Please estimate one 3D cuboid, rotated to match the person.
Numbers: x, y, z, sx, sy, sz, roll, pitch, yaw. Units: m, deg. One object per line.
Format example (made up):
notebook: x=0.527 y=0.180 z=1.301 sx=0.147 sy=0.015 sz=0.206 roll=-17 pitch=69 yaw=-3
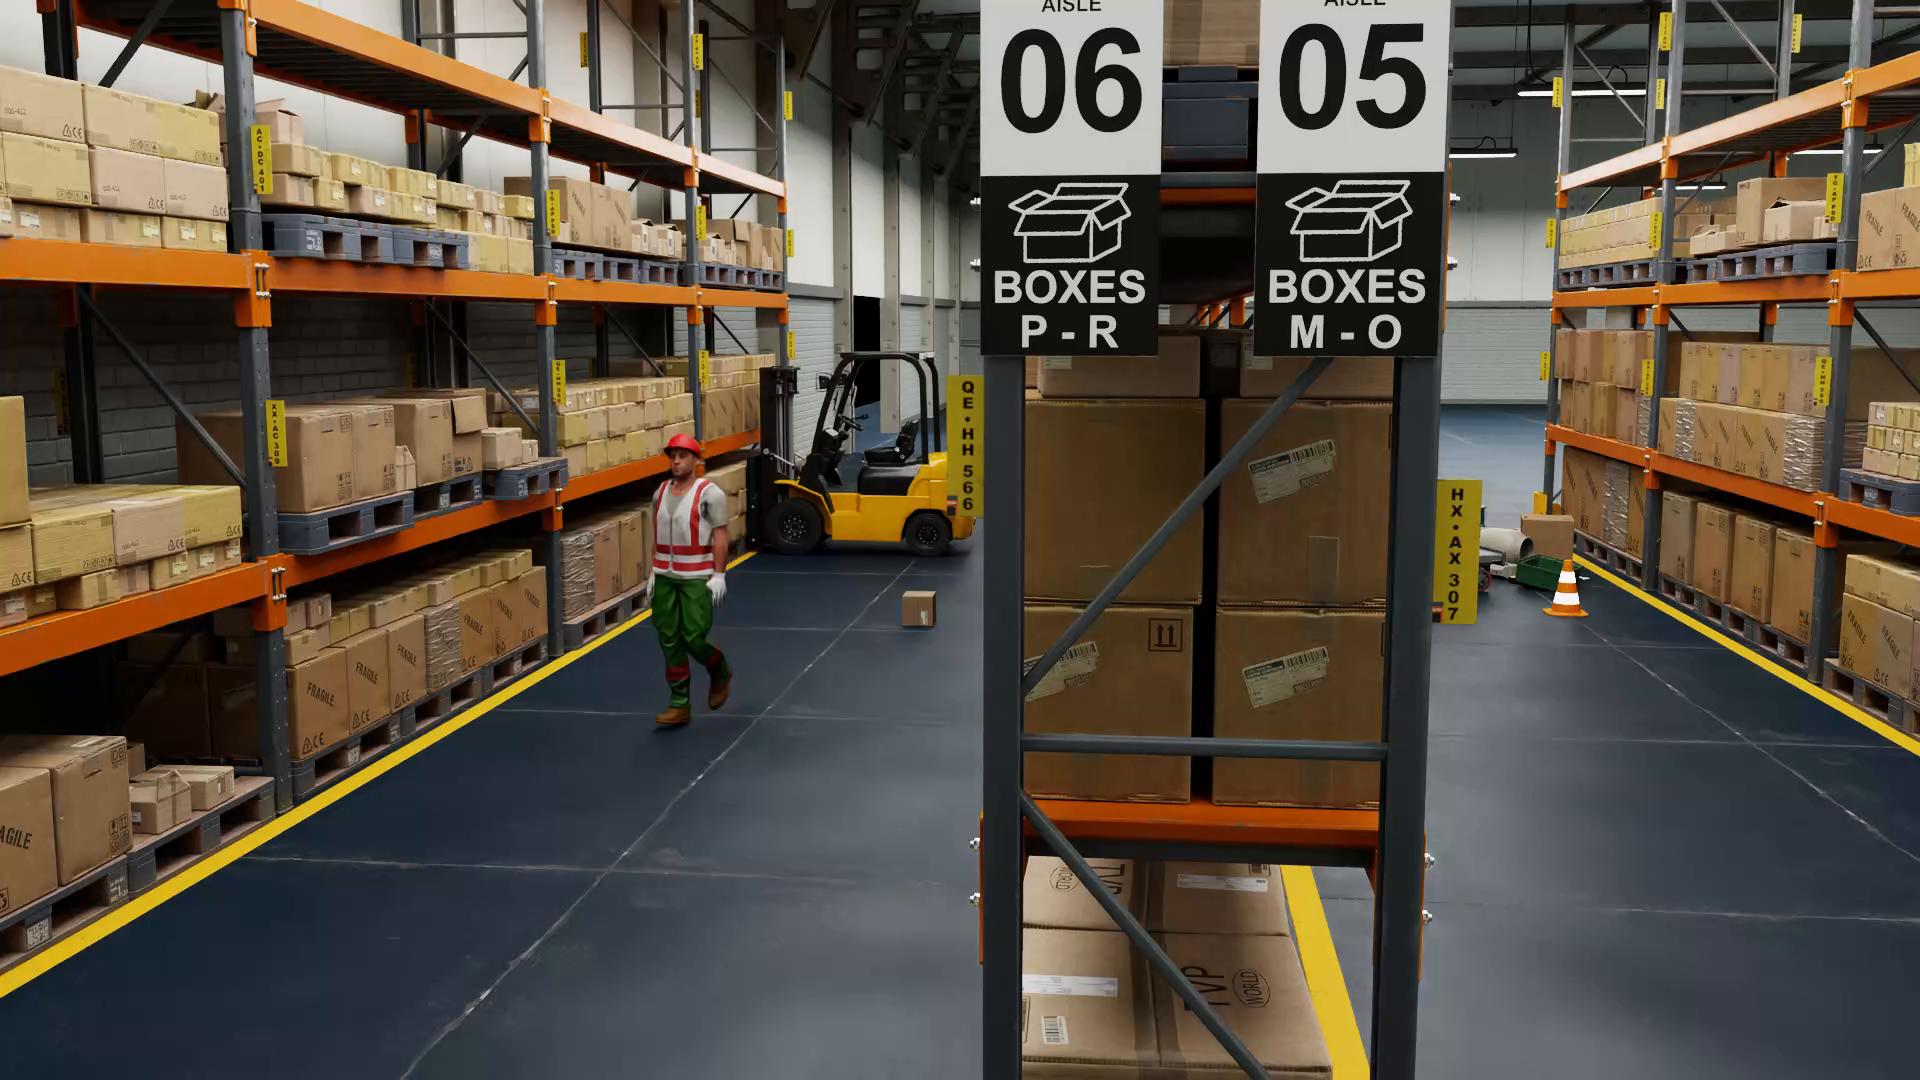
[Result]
person: x=-1.677 y=0.232 z=10.263 sx=0.541 sy=1.781 sz=0.580 roll=3 pitch=8 yaw=24
